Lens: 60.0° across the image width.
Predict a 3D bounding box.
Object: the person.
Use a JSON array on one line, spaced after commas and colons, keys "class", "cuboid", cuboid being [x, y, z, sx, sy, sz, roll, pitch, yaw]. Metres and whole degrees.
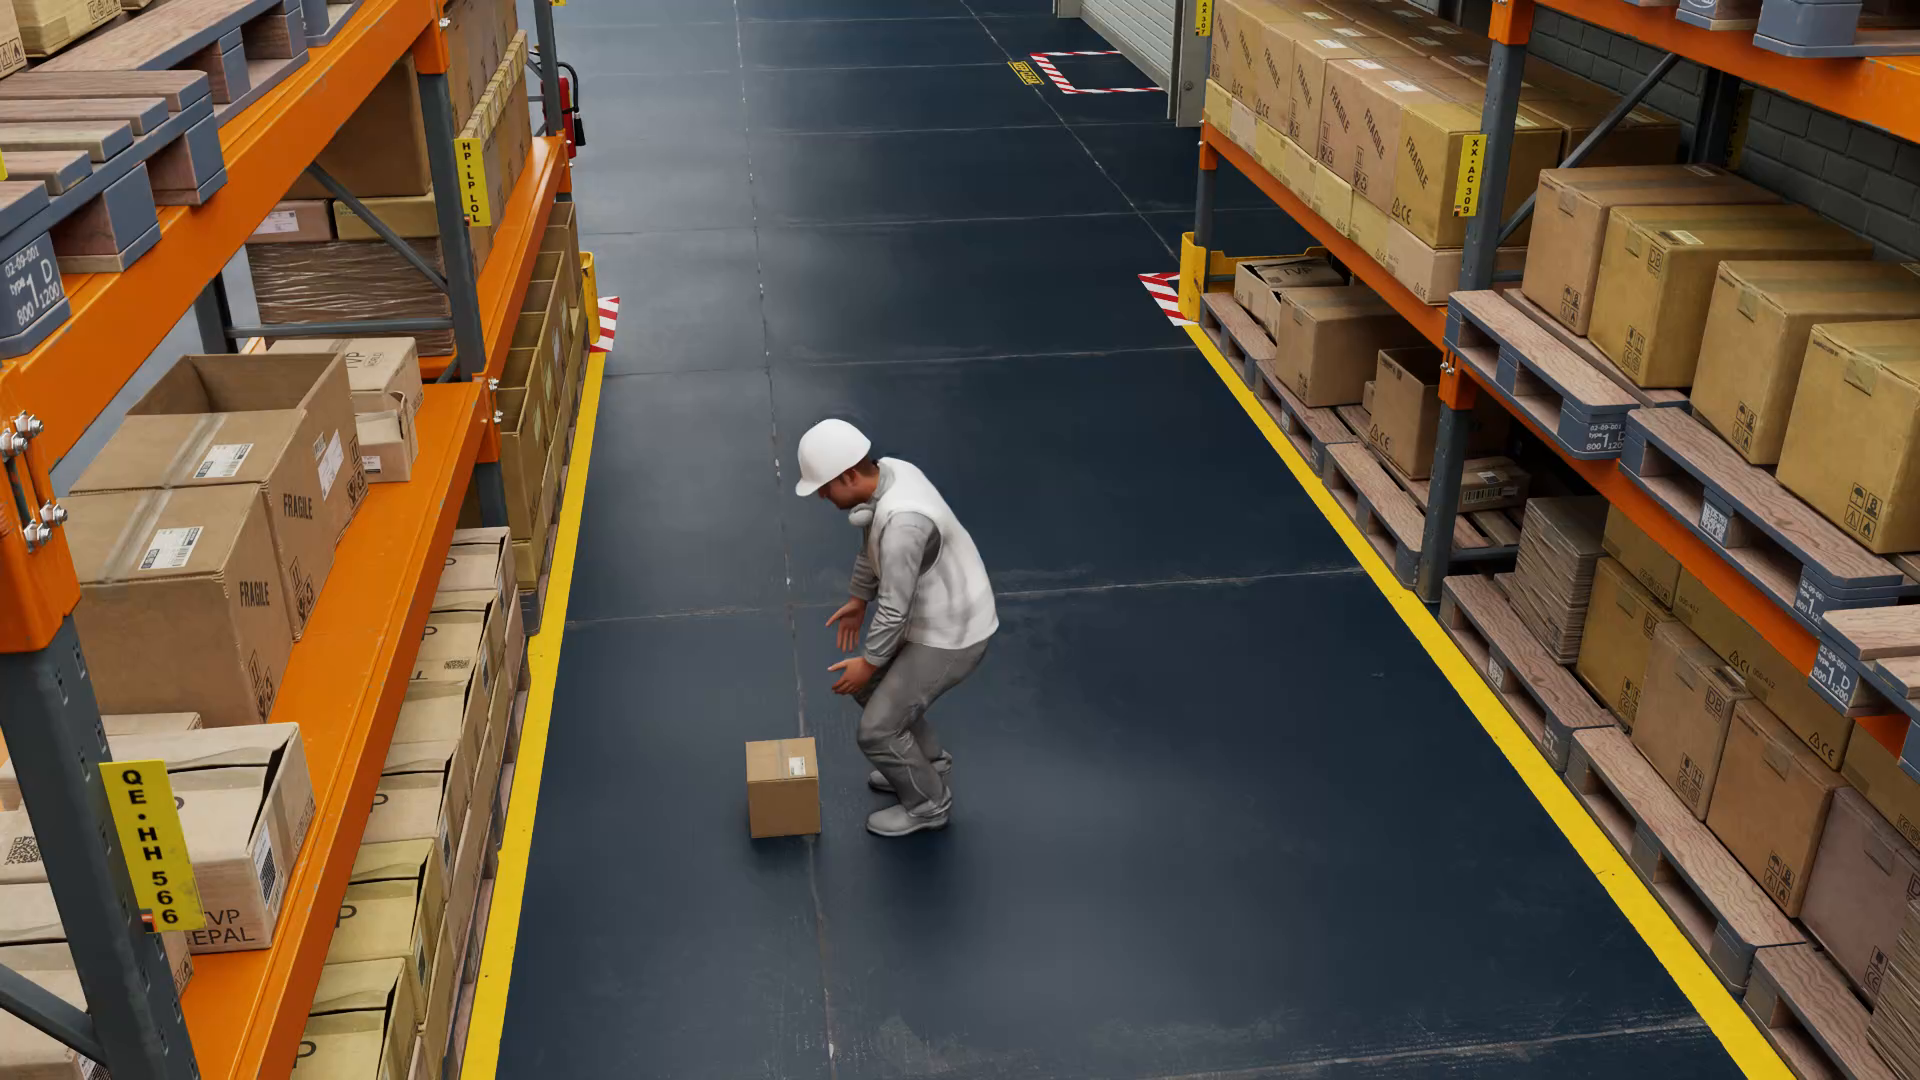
[{"class": "person", "cuboid": [-0.207, 0.300, 5.744, 0.671, 1.559, 0.588, -3, 27, -7]}]
